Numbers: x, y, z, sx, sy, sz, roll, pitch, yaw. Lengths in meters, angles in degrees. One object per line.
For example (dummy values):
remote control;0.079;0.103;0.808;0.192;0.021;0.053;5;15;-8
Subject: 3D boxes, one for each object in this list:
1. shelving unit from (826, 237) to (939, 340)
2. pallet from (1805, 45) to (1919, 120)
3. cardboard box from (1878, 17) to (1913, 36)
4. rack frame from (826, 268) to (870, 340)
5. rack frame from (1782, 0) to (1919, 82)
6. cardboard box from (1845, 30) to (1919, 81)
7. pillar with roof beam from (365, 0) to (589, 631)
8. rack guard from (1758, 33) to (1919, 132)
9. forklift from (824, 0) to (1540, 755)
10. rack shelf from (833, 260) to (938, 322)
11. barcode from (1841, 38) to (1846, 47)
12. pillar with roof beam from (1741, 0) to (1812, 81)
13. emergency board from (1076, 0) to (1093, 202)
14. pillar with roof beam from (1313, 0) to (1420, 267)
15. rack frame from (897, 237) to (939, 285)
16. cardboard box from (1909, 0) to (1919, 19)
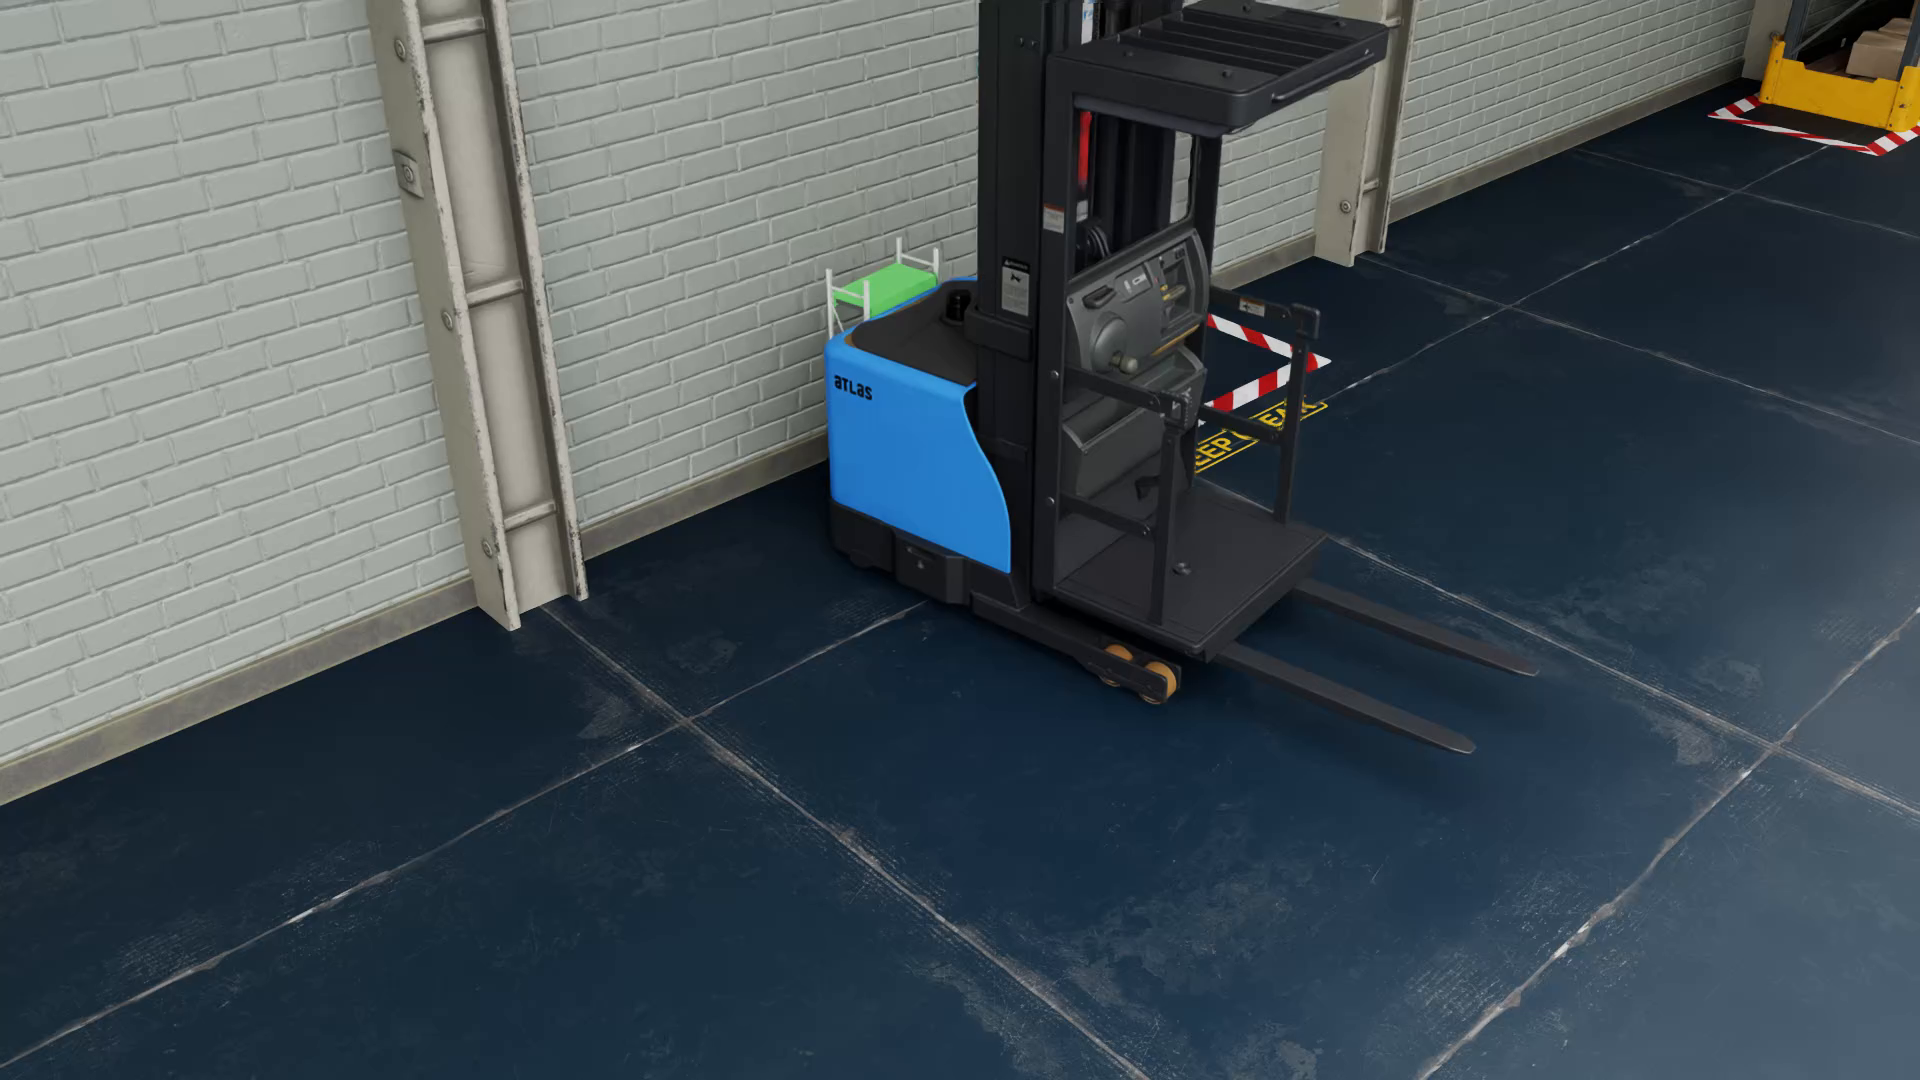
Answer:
shelving unit;-0.348;-0.762;7.845;0.258;1.200;0.503;22;38;32
pallet;7.666;-3.807;13.774;1.213;0.211;1.003;-26;40;-35
cardboard box;7.977;-4.149;13.816;0.500;0.311;0.500;-22;38;-32
rack frame;-0.499;-0.662;7.681;0.240;1.200;0.015;22;38;32
rack frame;6.990;-4.695;12.553;0.127;3.000;1.000;-26;40;-35
cardboard box;7.559;-3.947;13.485;0.500;0.311;0.500;24;39;34
pillar with roof beam;1.043;-1.931;2.281;0.400;9.000;9.100;-26;40;-35
rack guard;7.046;-3.656;13.249;0.348;0.500;1.175;-26;40;-35
forklift;0.873;-0.906;6.423;3.031;2.935;1.130;22;38;32
rack shelf;-0.348;-1.117;7.628;0.258;0.148;0.480;22;38;32
barcode;7.300;-4.110;13.743;0.075;0.075;0.001;-26;40;-35
pillar with roof beam;9.842;-6.187;9.242;0.400;9.000;9.100;-26;40;-35
emergency board;0.678;-2.284;8.610;0.643;1.169;0.194;-26;40;-35
pillar with roof beam;5.443;-4.059;5.762;0.400;9.000;9.100;-26;40;-35
rack frame;-0.197;-0.861;8.008;0.240;1.200;0.015;22;38;32
cardboard box;8.549;-4.471;14.161;0.700;0.500;0.500;26;40;36
